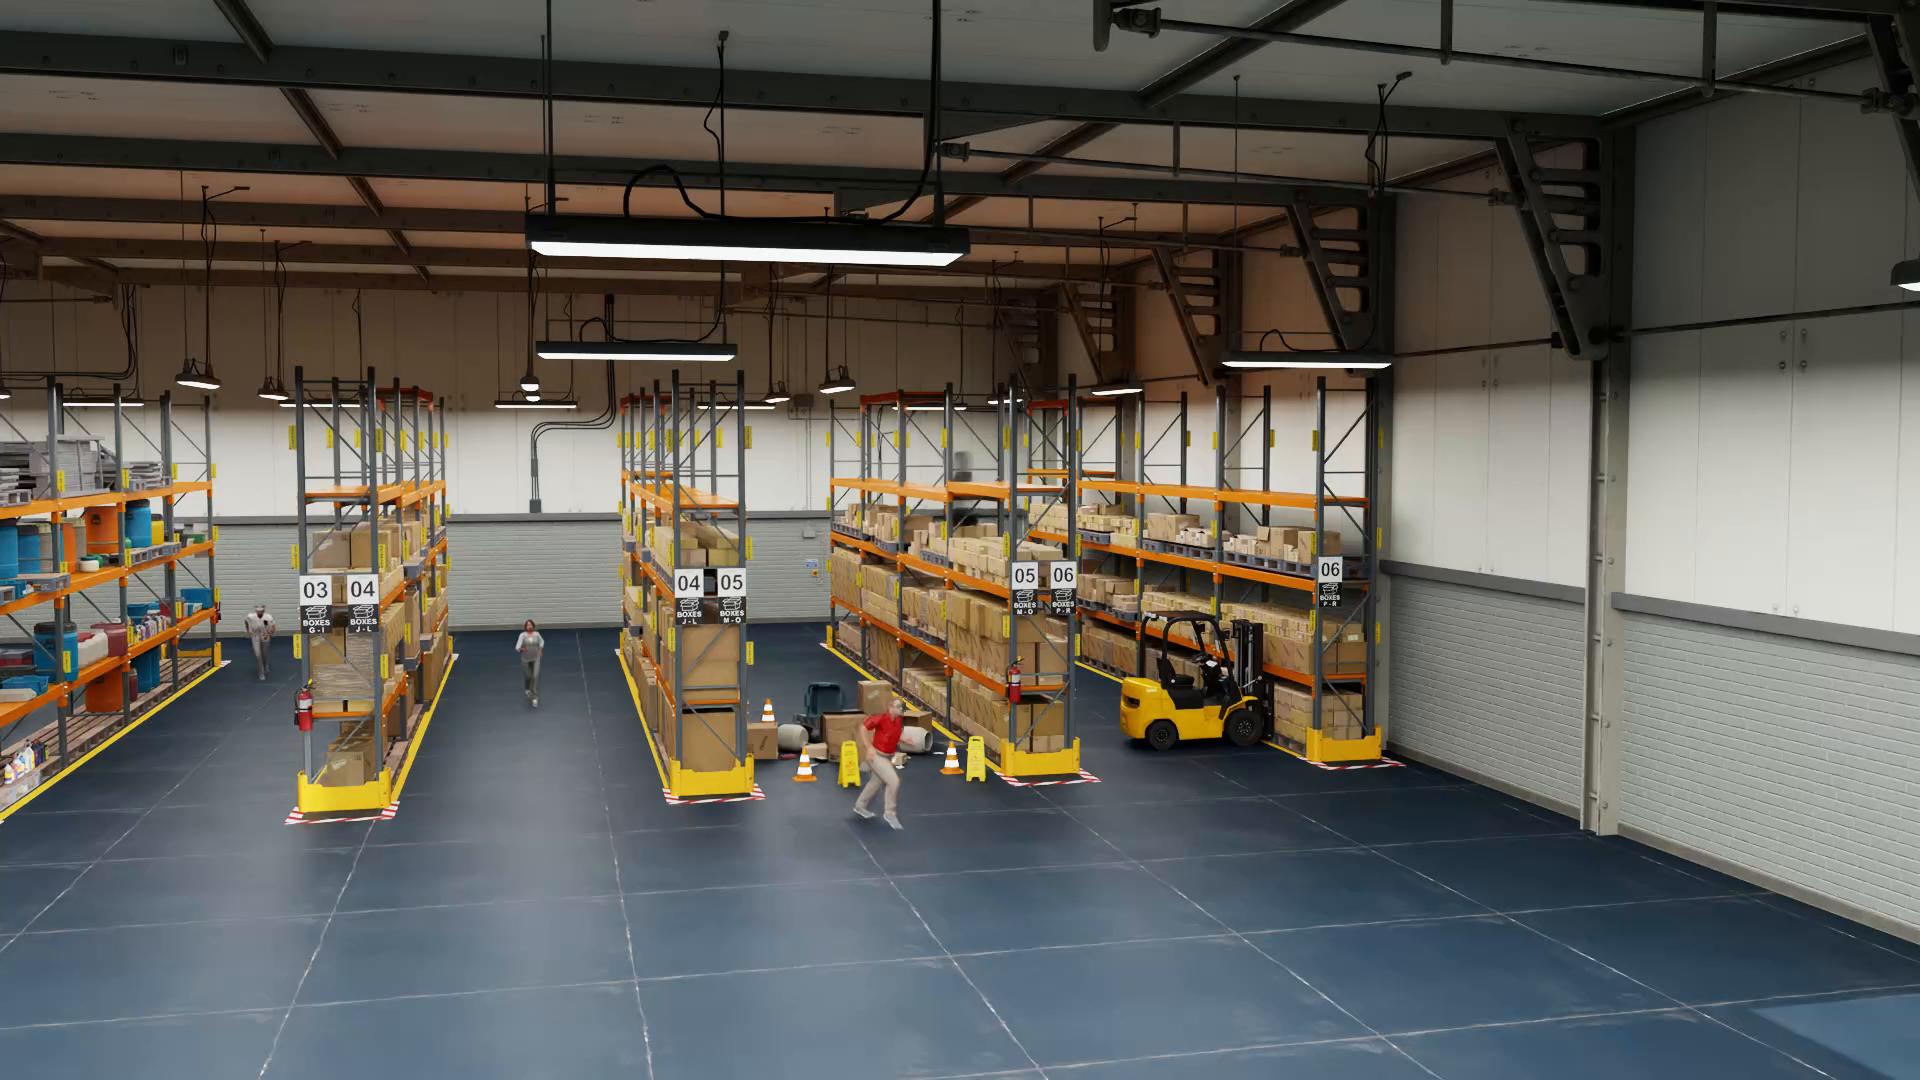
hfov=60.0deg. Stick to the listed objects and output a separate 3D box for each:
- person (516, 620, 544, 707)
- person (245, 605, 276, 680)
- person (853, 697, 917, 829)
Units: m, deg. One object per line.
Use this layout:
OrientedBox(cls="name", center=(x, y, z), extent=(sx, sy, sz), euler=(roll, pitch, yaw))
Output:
OrientedBox(cls="person", center=(-8.159, 2.309, 31.575), extent=(0.536, 1.609, 0.875), euler=(-1, 4, -19))
OrientedBox(cls="person", center=(-14.775, 2.135, 35.169), extent=(0.611, 1.627, 0.986), euler=(-1, 4, -15))
OrientedBox(cls="person", center=(-1.038, 2.891, 21.668), extent=(0.932, 1.738, 0.676), euler=(2, 4, 29))
